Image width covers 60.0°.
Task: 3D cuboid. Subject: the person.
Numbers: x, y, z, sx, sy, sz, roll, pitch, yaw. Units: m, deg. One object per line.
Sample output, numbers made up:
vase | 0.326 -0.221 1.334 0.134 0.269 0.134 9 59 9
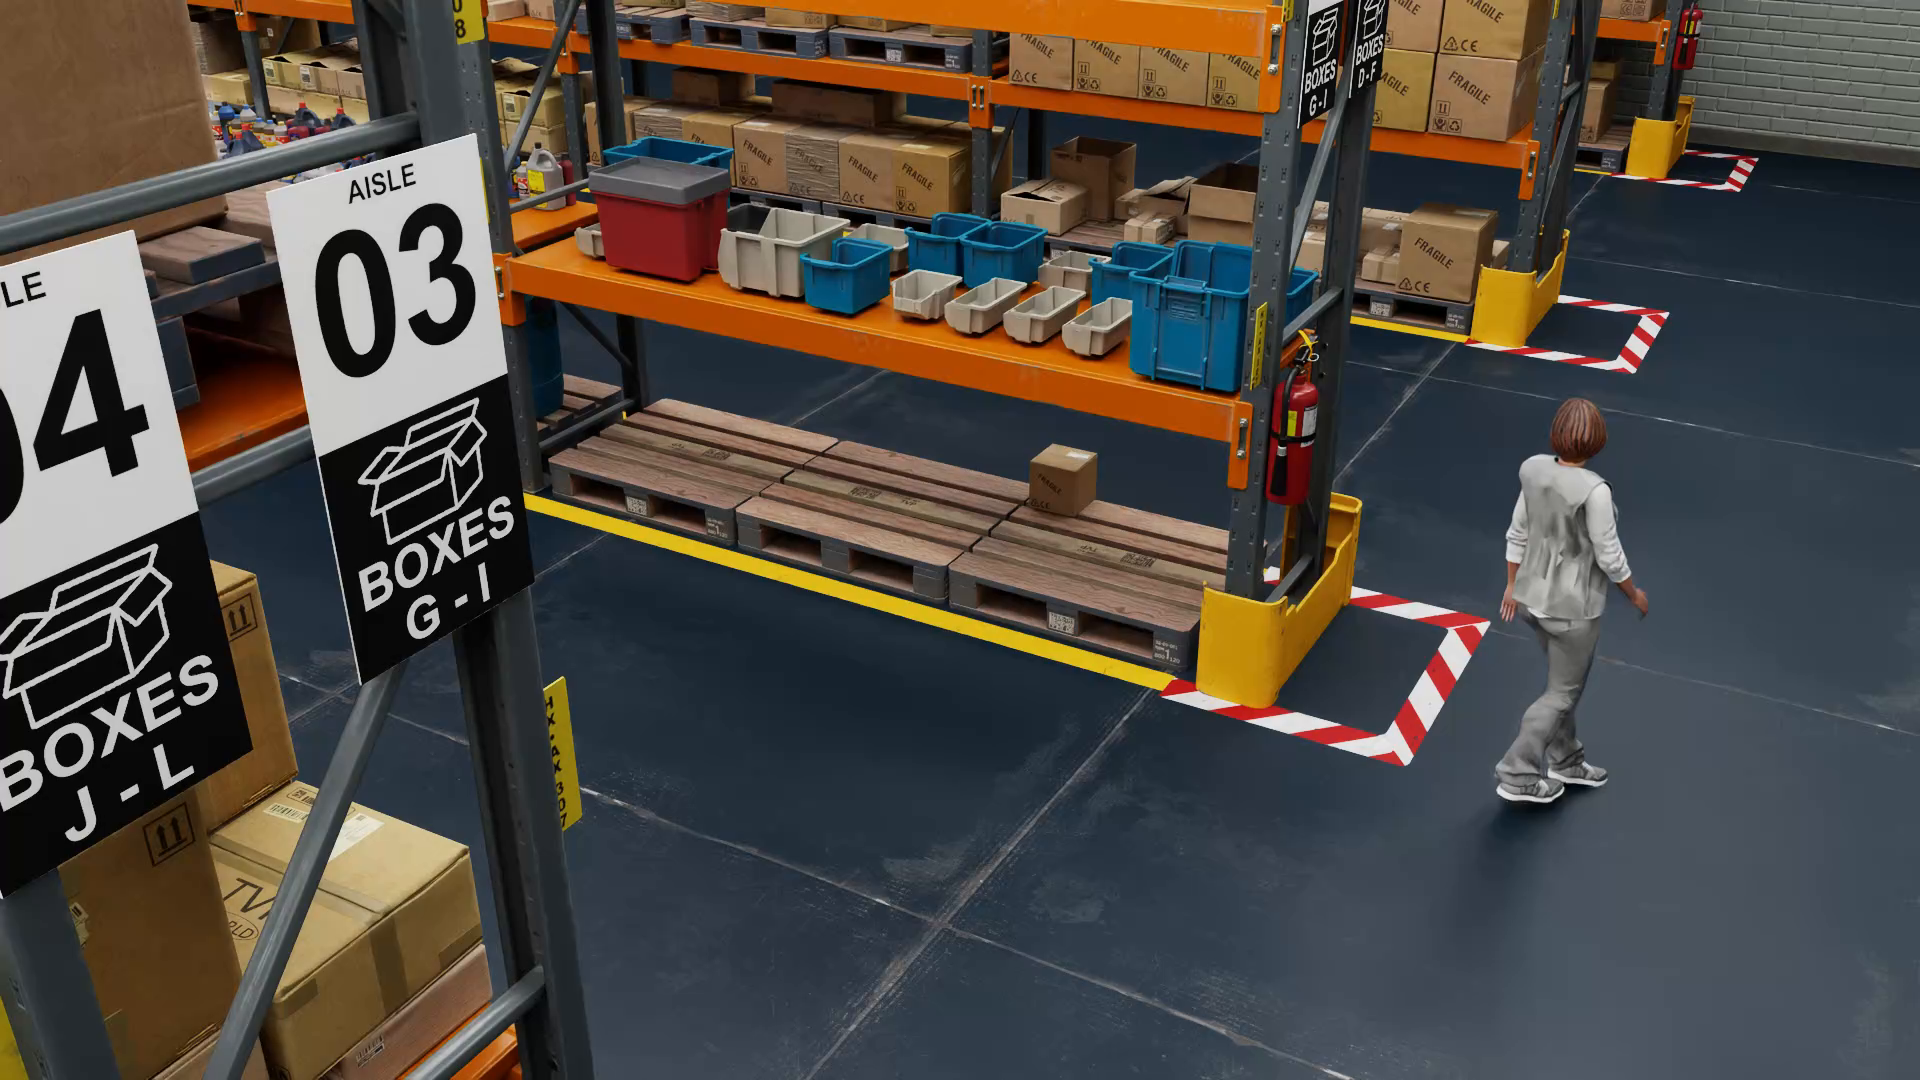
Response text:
person | 2.260 0.233 6.163 0.540 1.609 0.443 -10 28 -18
